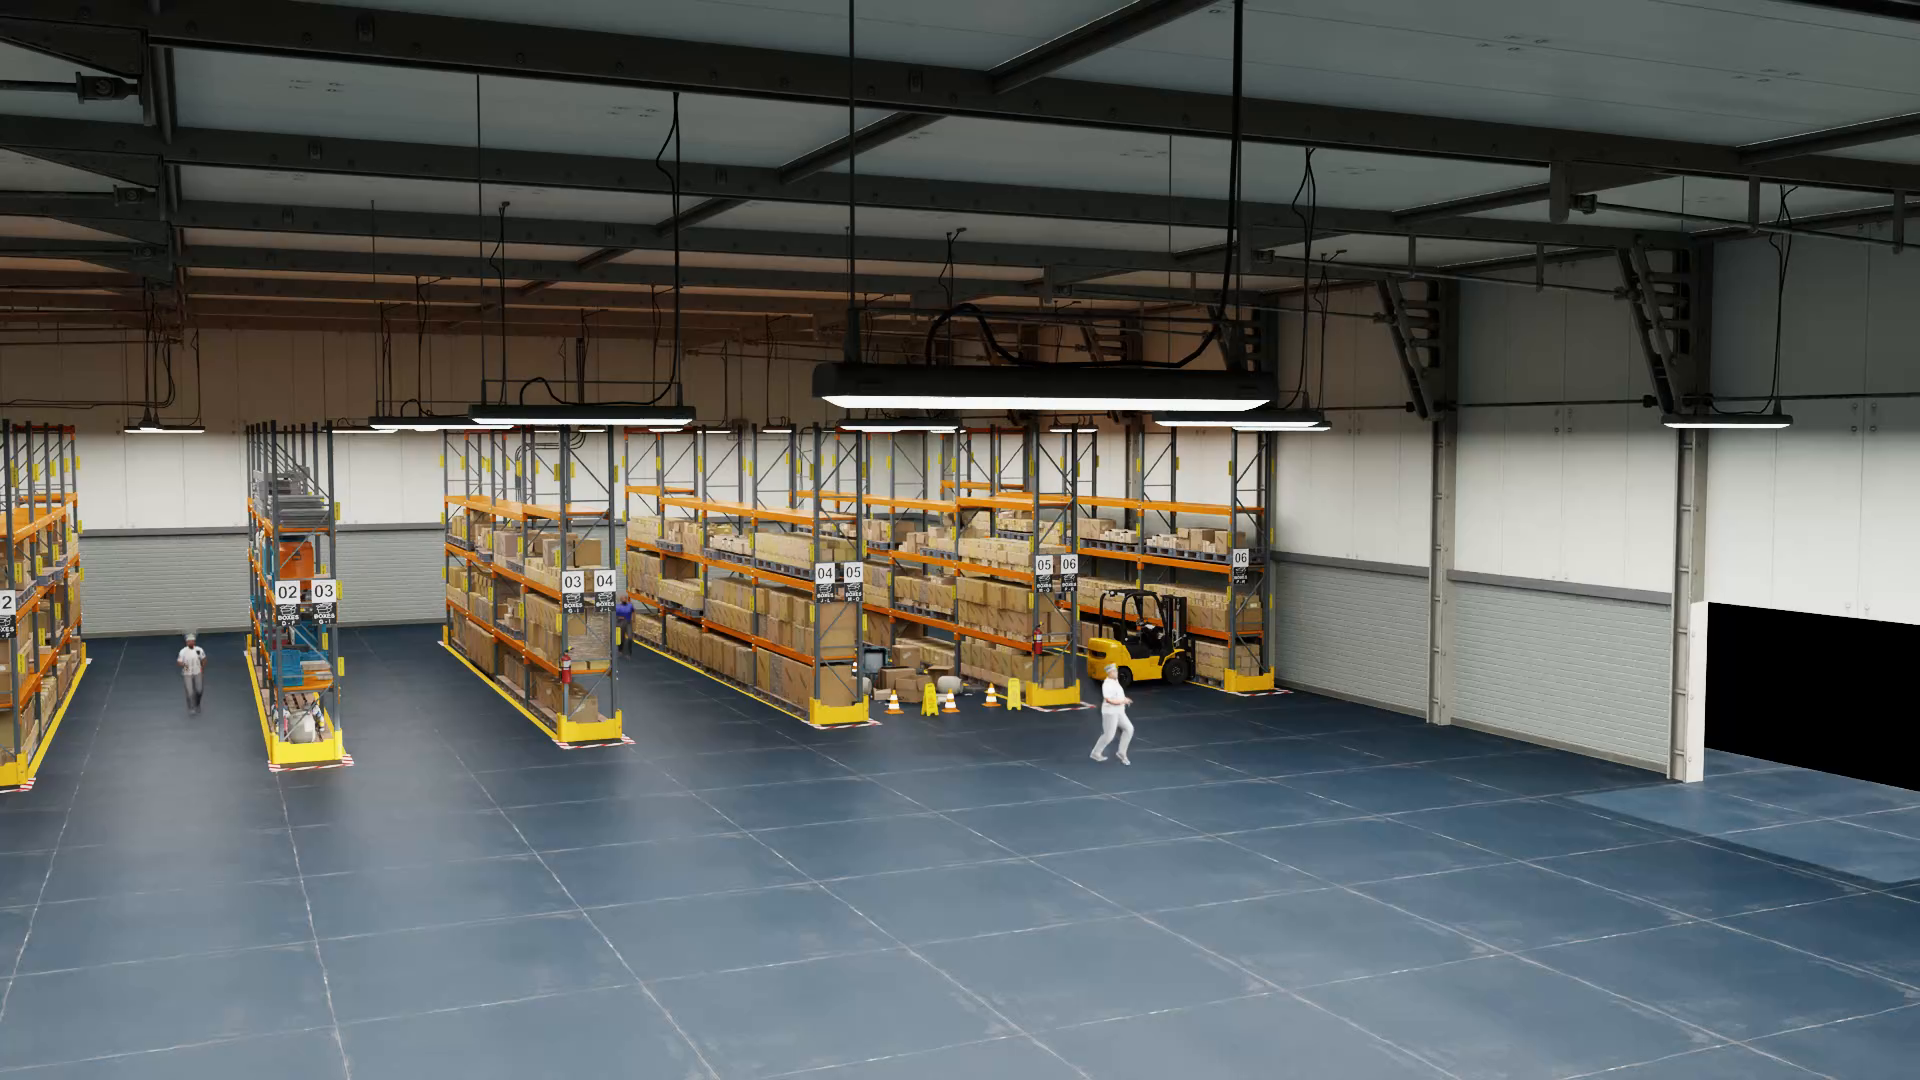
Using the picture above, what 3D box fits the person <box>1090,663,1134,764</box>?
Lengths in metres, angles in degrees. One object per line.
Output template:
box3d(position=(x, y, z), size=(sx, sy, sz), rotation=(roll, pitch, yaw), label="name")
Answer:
box3d(position=(2.675, 3.047, 29.079), size=(0.767, 1.827, 0.670), rotation=(2, 4, 24), label="person")

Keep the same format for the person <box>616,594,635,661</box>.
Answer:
box3d(position=(-8.607, 2.240, 42.700), size=(0.581, 1.700, 0.841), rotation=(-1, 4, -21), label="person")

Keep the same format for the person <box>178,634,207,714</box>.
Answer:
box3d(position=(-15.688, 2.757, 34.027), size=(0.563, 1.658, 0.572), rotation=(-2, 4, -31), label="person")
